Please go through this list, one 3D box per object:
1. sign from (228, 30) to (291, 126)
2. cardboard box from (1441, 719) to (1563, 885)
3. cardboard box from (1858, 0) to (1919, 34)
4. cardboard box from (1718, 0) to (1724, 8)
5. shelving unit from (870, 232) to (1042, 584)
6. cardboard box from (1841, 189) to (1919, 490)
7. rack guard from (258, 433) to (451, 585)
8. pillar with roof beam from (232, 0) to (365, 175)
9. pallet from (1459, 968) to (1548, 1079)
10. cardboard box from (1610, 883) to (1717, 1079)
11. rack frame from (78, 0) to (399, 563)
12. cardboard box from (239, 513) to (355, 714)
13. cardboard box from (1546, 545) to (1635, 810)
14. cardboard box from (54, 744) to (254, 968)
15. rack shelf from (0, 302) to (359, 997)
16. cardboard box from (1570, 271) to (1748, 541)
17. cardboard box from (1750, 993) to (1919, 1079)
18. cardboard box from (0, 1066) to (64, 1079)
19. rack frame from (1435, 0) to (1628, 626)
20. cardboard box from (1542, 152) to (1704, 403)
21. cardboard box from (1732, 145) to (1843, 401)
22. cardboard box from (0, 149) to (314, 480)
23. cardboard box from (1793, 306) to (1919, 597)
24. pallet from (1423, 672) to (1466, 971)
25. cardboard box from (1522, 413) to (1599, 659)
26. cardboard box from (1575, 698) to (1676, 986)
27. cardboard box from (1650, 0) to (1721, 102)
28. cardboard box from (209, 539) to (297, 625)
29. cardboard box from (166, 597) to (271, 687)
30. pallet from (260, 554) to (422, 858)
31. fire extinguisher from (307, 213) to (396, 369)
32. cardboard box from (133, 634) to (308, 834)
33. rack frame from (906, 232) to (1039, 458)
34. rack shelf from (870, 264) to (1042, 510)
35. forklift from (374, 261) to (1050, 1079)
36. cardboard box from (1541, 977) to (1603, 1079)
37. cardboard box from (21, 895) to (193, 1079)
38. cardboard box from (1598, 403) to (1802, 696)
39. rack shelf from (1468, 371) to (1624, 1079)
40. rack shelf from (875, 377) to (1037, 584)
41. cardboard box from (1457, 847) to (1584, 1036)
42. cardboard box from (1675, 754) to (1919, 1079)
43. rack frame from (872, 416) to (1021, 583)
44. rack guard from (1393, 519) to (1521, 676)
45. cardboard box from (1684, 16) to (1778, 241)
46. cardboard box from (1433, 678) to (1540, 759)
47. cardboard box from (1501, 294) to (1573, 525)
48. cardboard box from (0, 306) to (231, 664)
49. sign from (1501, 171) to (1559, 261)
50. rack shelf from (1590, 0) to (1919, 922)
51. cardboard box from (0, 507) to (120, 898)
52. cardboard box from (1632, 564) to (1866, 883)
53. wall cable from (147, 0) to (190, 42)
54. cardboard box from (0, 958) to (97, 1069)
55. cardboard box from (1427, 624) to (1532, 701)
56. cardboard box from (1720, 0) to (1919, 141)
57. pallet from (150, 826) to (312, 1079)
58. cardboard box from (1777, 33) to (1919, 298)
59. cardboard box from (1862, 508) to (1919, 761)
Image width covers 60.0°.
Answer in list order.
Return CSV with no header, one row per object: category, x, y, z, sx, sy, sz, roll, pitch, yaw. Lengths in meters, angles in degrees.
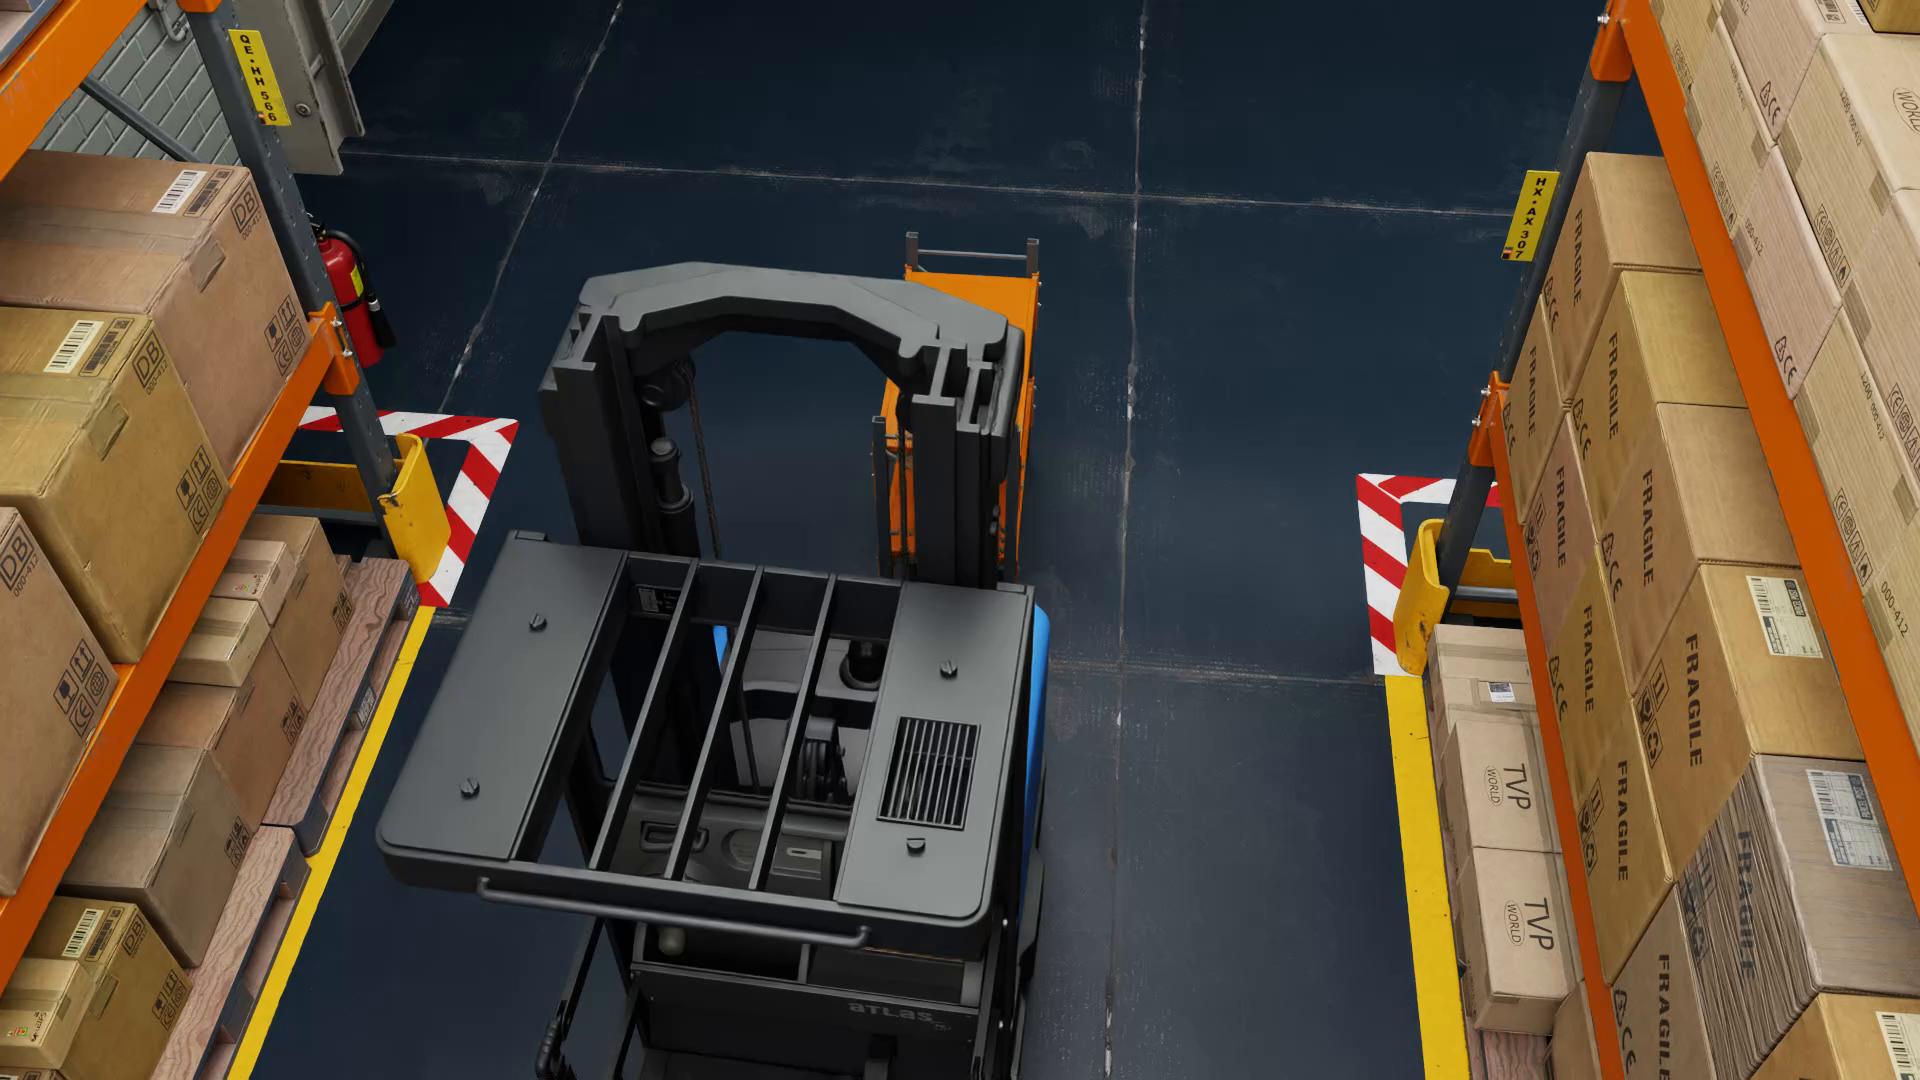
sign,-2.130,-1.402,5.054,0.100,0.325,0.005,4,48,4
cardboard box,1.887,0.880,5.478,0.500,0.250,0.500,4,48,4
cardboard box,2.104,-1.291,3.120,0.700,0.500,0.500,4,48,4
cardboard box,1.959,-1.418,3.744,0.500,0.250,0.500,4,48,4
shelving unit,0.001,-0.385,6.339,0.538,1.125,1.048,4,48,4
cardboard box,1.817,-0.316,2.736,0.500,0.250,0.500,4,48,4
rack guard,-2.666,-0.152,6.550,1.175,0.500,0.348,4,48,4
pillar with roof beam,1.003,-4.755,5.001,9.100,9.000,0.400,4,48,4
pallet,2.072,1.830,4.934,1.003,0.211,1.213,4,48,4
cardboard box,1.780,1.117,3.628,0.500,0.500,0.500,5,48,4
rack frame,-2.669,-0.978,5.612,1.000,3.000,0.127,4,48,4
cardboard box,-2.633,0.245,5.902,0.700,0.500,0.500,4,48,4
cardboard box,1.871,0.375,4.306,0.500,0.500,0.500,4,48,3
cardboard box,-2.724,0.983,5.228,0.700,0.500,0.500,2,48,2
rack shelf,-2.851,0.735,4.533,1.077,0.370,4.000,4,48,4
cardboard box,1.922,-0.326,4.270,0.500,0.500,0.500,4,48,4
cardboard box,1.732,1.155,2.915,0.500,0.500,0.500,3,48,3
cardboard box,-2.814,1.752,4.524,0.700,0.500,0.500,3,48,3
rack frame,2.265,-0.647,5.309,1.000,3.000,0.127,4,48,4
cardboard box,1.962,-0.710,4.621,0.500,0.500,0.500,5,48,5
cardboard box,1.862,-0.515,3.257,0.500,0.250,0.500,4,48,4
cardboard box,-2.705,-0.704,5.157,0.980,0.700,0.700,6,48,5
cardboard box,1.823,-0.147,2.920,0.500,0.250,0.500,4,48,4
pallet,2.186,0.936,5.751,1.003,0.211,1.213,4,48,4
cardboard box,1.920,0.007,4.643,0.500,0.500,0.500,3,48,3
cardboard box,1.824,0.742,3.970,0.500,0.500,0.500,4,48,4
cardboard box,1.965,-1.249,3.928,0.500,0.250,0.500,4,48,4
cardboard box,-2.463,0.133,5.565,0.380,0.149,0.250,3,48,3
cardboard box,-2.486,0.321,5.394,0.380,0.149,0.250,5,48,5
pallet,-2.664,0.556,6.098,1.003,0.211,1.213,4,48,4
fire extinguisher,-2.195,-0.906,5.851,0.296,0.674,0.183,4,48,4
cardboard box,-2.678,0.613,5.566,0.700,0.500,0.500,4,48,3
rack frame,0.047,-0.758,6.681,0.500,1.125,0.032,4,48,4
rack shelf,0.001,-0.582,6.123,0.538,0.278,1.000,4,48,4
forklift,-0.429,0.951,3.894,1.130,2.935,3.031,6,48,6
cardboard box,2.066,1.605,4.643,0.797,0.503,0.637,4,48,4
cardboard box,-2.765,1.375,4.869,0.700,0.500,0.500,5,48,4
cardboard box,1.871,0.042,3.934,0.500,0.500,0.500,4,48,4
rack shelf,2.082,1.065,4.231,1.077,0.370,4.000,4,48,4
rack shelf,0.001,-0.220,6.520,0.538,0.278,1.000,4,48,4
cardboard box,1.842,1.247,5.142,0.500,0.250,0.500,4,48,4
cardboard box,1.779,0.785,3.254,0.500,0.500,0.500,4,48,4
rack frame,-0.046,-0.011,5.998,0.500,1.125,0.032,4,48,4
rack guard,2.258,0.252,6.181,1.175,0.500,0.348,4,48,4
cardboard box,1.906,-0.882,3.593,0.500,0.250,0.500,4,48,4
cardboard box,1.862,0.629,5.764,0.380,0.166,0.250,4,48,4
cardboard box,1.962,-0.373,4.990,0.500,0.500,0.500,5,48,4
cardboard box,-2.760,-0.168,4.668,0.980,0.700,0.700,4,48,3
sign,1.724,-0.976,5.023,0.100,0.325,0.005,4,48,4
rack shelf,2.082,0.053,3.124,1.077,0.370,4.000,4,48,4
cardboard box,-2.839,0.391,4.156,0.980,0.700,0.700,2,48,2
cardboard box,1.826,0.415,3.592,0.500,0.500,0.500,3,48,3
wall cable,-3.494,-2.325,6.155,0.084,1.984,1.851,4,48,4
cardboard box,-2.603,1.279,4.517,0.380,0.149,0.250,3,48,2
cardboard box,1.884,0.451,5.939,0.380,0.149,0.250,4,48,4
cardboard box,1.906,-1.051,3.408,0.500,0.250,0.500,4,48,4
pallet,-2.777,1.450,5.281,1.003,0.211,1.213,4,48,4
cardboard box,1.867,-0.683,3.072,0.500,0.250,0.500,4,48,4
cardboard box,1.773,0.220,2.585,0.500,0.250,0.500,4,48,4
